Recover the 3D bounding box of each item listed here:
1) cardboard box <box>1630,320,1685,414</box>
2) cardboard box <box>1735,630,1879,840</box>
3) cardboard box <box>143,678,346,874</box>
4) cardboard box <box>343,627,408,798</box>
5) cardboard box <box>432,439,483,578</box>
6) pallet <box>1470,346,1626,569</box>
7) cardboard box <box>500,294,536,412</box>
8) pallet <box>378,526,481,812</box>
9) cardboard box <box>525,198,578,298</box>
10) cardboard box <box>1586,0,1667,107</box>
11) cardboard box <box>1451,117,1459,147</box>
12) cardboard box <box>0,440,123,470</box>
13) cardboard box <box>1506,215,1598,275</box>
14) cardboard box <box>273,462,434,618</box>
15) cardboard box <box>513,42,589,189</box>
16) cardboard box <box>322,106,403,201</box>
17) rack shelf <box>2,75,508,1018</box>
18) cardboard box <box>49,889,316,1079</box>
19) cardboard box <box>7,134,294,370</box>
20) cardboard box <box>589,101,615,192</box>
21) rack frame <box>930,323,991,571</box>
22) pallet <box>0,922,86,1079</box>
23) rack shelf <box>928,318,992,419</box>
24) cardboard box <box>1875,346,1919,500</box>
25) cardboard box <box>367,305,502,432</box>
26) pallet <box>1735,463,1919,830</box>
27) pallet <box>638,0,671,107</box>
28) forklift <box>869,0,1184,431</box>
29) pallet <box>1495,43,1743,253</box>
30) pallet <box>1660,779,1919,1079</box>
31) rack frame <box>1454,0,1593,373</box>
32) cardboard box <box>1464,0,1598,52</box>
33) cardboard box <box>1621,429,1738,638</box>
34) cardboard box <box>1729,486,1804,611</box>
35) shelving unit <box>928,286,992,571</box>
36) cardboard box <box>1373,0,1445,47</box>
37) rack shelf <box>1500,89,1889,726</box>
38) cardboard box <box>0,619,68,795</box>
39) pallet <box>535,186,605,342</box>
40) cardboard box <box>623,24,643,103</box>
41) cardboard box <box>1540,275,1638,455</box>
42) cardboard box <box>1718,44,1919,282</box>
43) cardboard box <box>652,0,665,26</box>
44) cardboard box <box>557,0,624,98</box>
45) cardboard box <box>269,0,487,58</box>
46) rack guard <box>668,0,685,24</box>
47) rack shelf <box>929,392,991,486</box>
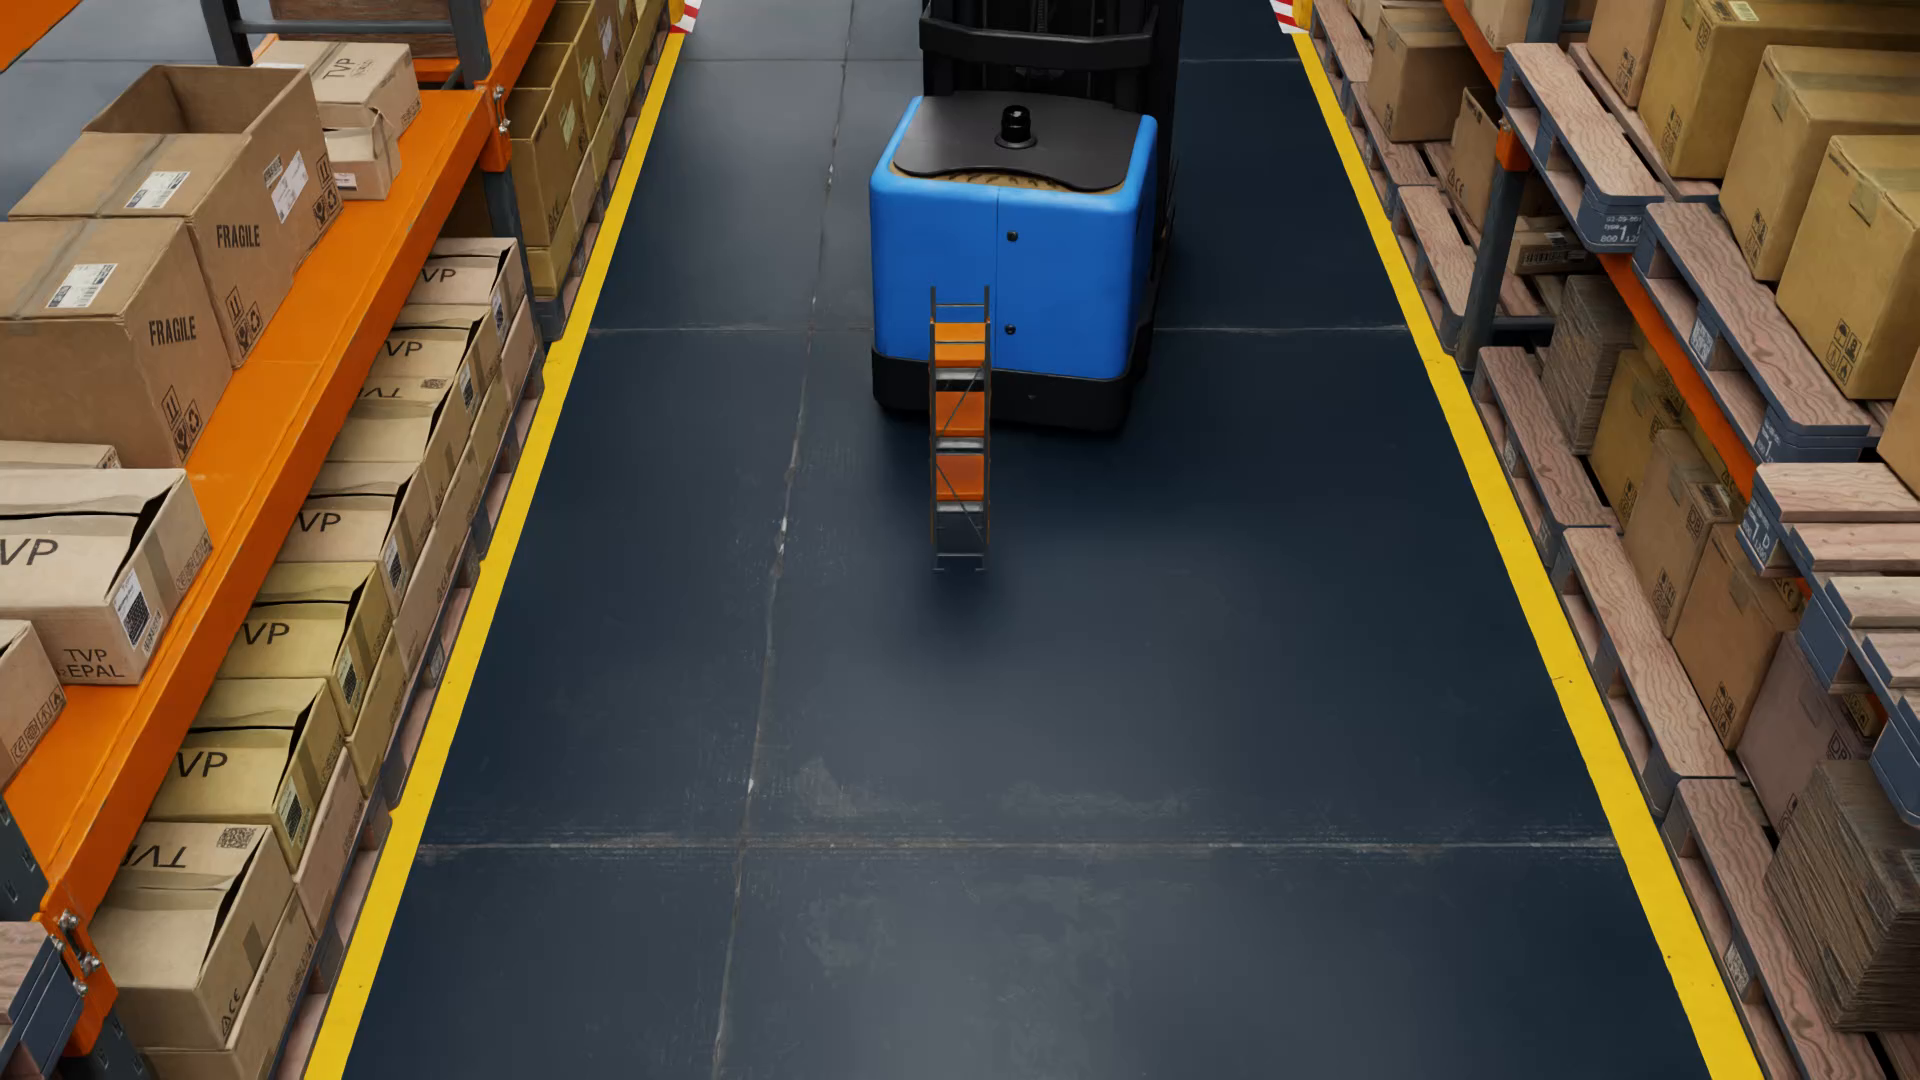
[{"bbox_3d":[2.674,-0.680,5.747,0.500,0.250,0.500,-1,39,-1],"label":"cardboard box"},{"bbox_3d":[2.720,0.606,4.742,0.700,0.500,0.500,0,39,0],"label":"cardboard box"},{"bbox_3d":[-2.012,0.615,4.499,0.500,0.311,0.500,-1,39,-1],"label":"cardboard box"},{"bbox_3d":[-2.011,0.523,5.062,0.500,0.250,0.500,-1,39,-1],"label":"cardboard box"},{"bbox_3d":[-2.010,-0.116,5.859,0.500,0.250,0.500,1,39,1],"label":"cardboard box"},{"bbox_3d":[2.655,-0.352,6.520,1.003,0.211,1.213,0,39,0],"label":"pallet"},{"bbox_3d":[-2.010,-0.752,6.653,0.500,0.250,0.500,0,39,0],"label":"cardboard box"},{"bbox_3d":[-2.257,0.393,5.591,1.003,0.211,1.213,0,39,0],"label":"pallet"},{"bbox_3d":[-1.998,-1.302,7.339,0.500,0.250,0.500,0,39,0],"label":"cardboard box"},{"bbox_3d":[2.620,-1.819,5.689,0.700,0.500,0.500,0,39,0],"label":"cardboard box"},{"bbox_3d":[2.671,-1.986,8.258,0.380,0.149,0.250,-3,39,-4],"label":"cardboard box"},{"bbox_3d":[-2.354,-0.119,4.200,0.380,0.149,0.250,3,39,3],"label":"cardboard box"},{"bbox_3d":[2.622,-1.327,7.421,0.380,0.166,0.250,-5,39,-6],"label":"cardboard box"},{"bbox_3d":[-2.012,-0.026,5.298,0.500,0.311,0.500,0,39,-1],"label":"cardboard box"},{"bbox_3d":[-1.997,-1.907,7.494,0.500,0.500,0.500,0,39,0],"label":"cardboard box"},{"bbox_3d":[-2.116,-1.319,5.604,0.396,0.266,0.258,-1,39,-1],"label":"cardboard box"},{"bbox_3d":[-2.298,-0.389,4.912,1.077,0.370,4.000,0,39,0],"label":"rack shelf"},{"bbox_3d":[-2.003,1.162,4.264,0.500,0.250,0.500,0,39,0],"label":"cardboard box"},{"bbox_3d":[-2.315,-0.837,4.816,0.500,0.500,0.500,0,39,0],"label":"cardboard box"},{"bbox_3d":[-1.989,-1.927,8.119,0.500,0.250,0.500,0,39,0],"label":"cardboard box"},{"bbox_3d":[0.000,-0.300,5.785,0.200,1.050,0.008,0,39,0],"label":"rack frame"},{"bbox_3d":[-2.225,1.079,2.658,1.213,0.211,1.003,0,39,0],"label":"pallet"},{"bbox_3d":[0.000,-0.589,5.709,0.215,0.259,0.240,0,39,0],"label":"rack shelf"},{"bbox_3d":[2.619,-0.279,3.768,0.700,0.500,0.500,-3,39,-4],"label":"cardboard box"},{"bbox_3d":[-2.007,-0.652,6.079,0.500,0.311,0.500,1,39,1],"label":"cardboard box"},{"bbox_3d":[2.550,0.204,3.750,1.213,0.211,1.003,0,39,0],"label":"pallet"},{"bbox_3d":[-2.263,-2.856,9.645,1.003,0.211,1.213,0,39,0],"label":"pallet"},{"bbox_3d":[0.431,-2.506,7.033,1.130,2.935,3.031,7,39,9],"label":"forklift"},{"bbox_3d":[2.508,-1.374,5.719,1.003,0.211,1.213,0,39,0],"label":"pallet"},{"bbox_3d":[2.658,1.174,4.616,1.003,0.211,1.213,0,39,0],"label":"pallet"},{"bbox_3d":[2.653,-1.927,6.255,1.000,3.000,0.127,0,39,0],"label":"rack frame"},{"bbox_3d":[2.349,-2.172,6.665,0.500,0.250,0.500,0,39,0],"label":"cardboard box"},{"bbox_3d":[2.681,-0.020,5.524,0.700,0.500,0.500,0,39,0],"label":"cardboard box"},{"bbox_3d":[2.661,-0.042,4.952,0.500,0.250,0.500,0,39,0],"label":"cardboard box"},{"bbox_3d":[0.000,-0.376,5.880,0.215,1.050,0.252,0,39,0],"label":"shelving unit"},{"bbox_3d":[2.560,-2.761,9.095,0.500,0.311,0.500,3,39,4],"label":"cardboard box"},{"bbox_3d":[2.655,-0.395,4.920,1.077,0.370,4.000,0,39,0],"label":"rack shelf"},{"bbox_3d":[-2.253,0.388,3.438,0.500,0.311,0.500,2,39,3],"label":"cardboard box"},{"bbox_3d":[-2.260,-1.330,7.741,1.003,0.211,1.213,0,39,0],"label":"pallet"},{"bbox_3d":[-1.994,-2.553,8.899,0.500,0.250,0.500,0,39,0],"label":"cardboard box"},{"bbox_3d":[2.670,-0.663,6.325,0.700,0.500,0.500,1,39,1],"label":"cardboard box"},{"bbox_3d":[2.645,-1.058,4.740,0.700,0.500,0.500,5,39,6],"label":"cardboard box"},{"bbox_3d":[-2.009,-3.178,9.680,0.500,0.250,0.500,0,39,0],"label":"cardboard box"},{"bbox_3d":[-1.992,-2.532,8.275,0.500,0.500,0.500,0,39,0],"label":"cardboard box"},{"bbox_3d":[-2.308,-2.237,6.563,0.700,0.500,0.500,-1,39,-1],"label":"cardboard box"},{"bbox_3d":[-2.305,-3.462,10.170,1.175,0.500,0.348,0,39,0],"label":"rack guard"},{"bbox_3d":[0.000,-0.368,5.887,0.215,0.259,0.240,0,39,0],"label":"rack shelf"}]
